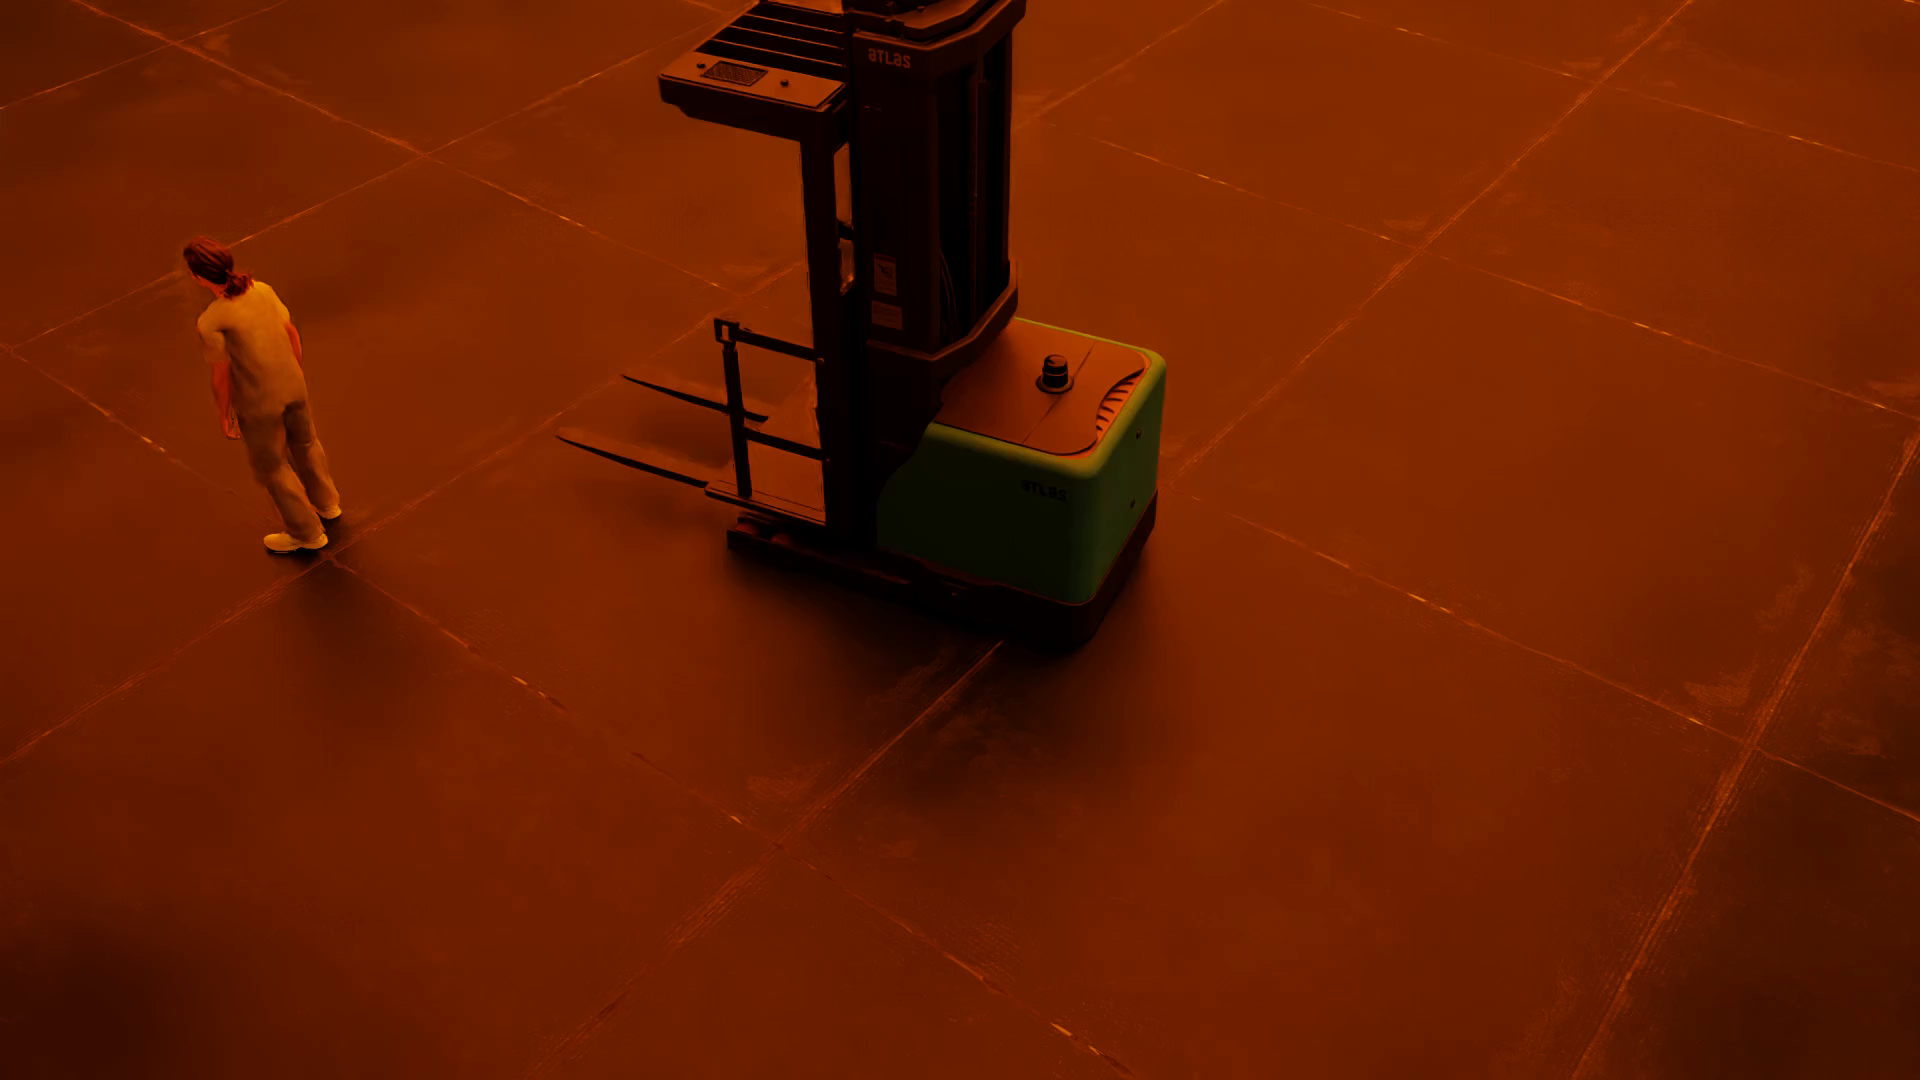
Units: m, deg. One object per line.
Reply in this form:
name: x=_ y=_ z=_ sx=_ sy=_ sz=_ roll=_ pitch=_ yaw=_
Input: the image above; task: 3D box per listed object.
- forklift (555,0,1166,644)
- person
forklift: x=-0.590 y=-1.280 z=7.575 sx=3.031 sy=2.935 sz=1.130 roll=17 pitch=43 yaw=19
person: x=-3.315 y=-0.691 z=7.857 sx=0.438 sy=1.670 sz=0.495 roll=21 pitch=45 yaw=23
